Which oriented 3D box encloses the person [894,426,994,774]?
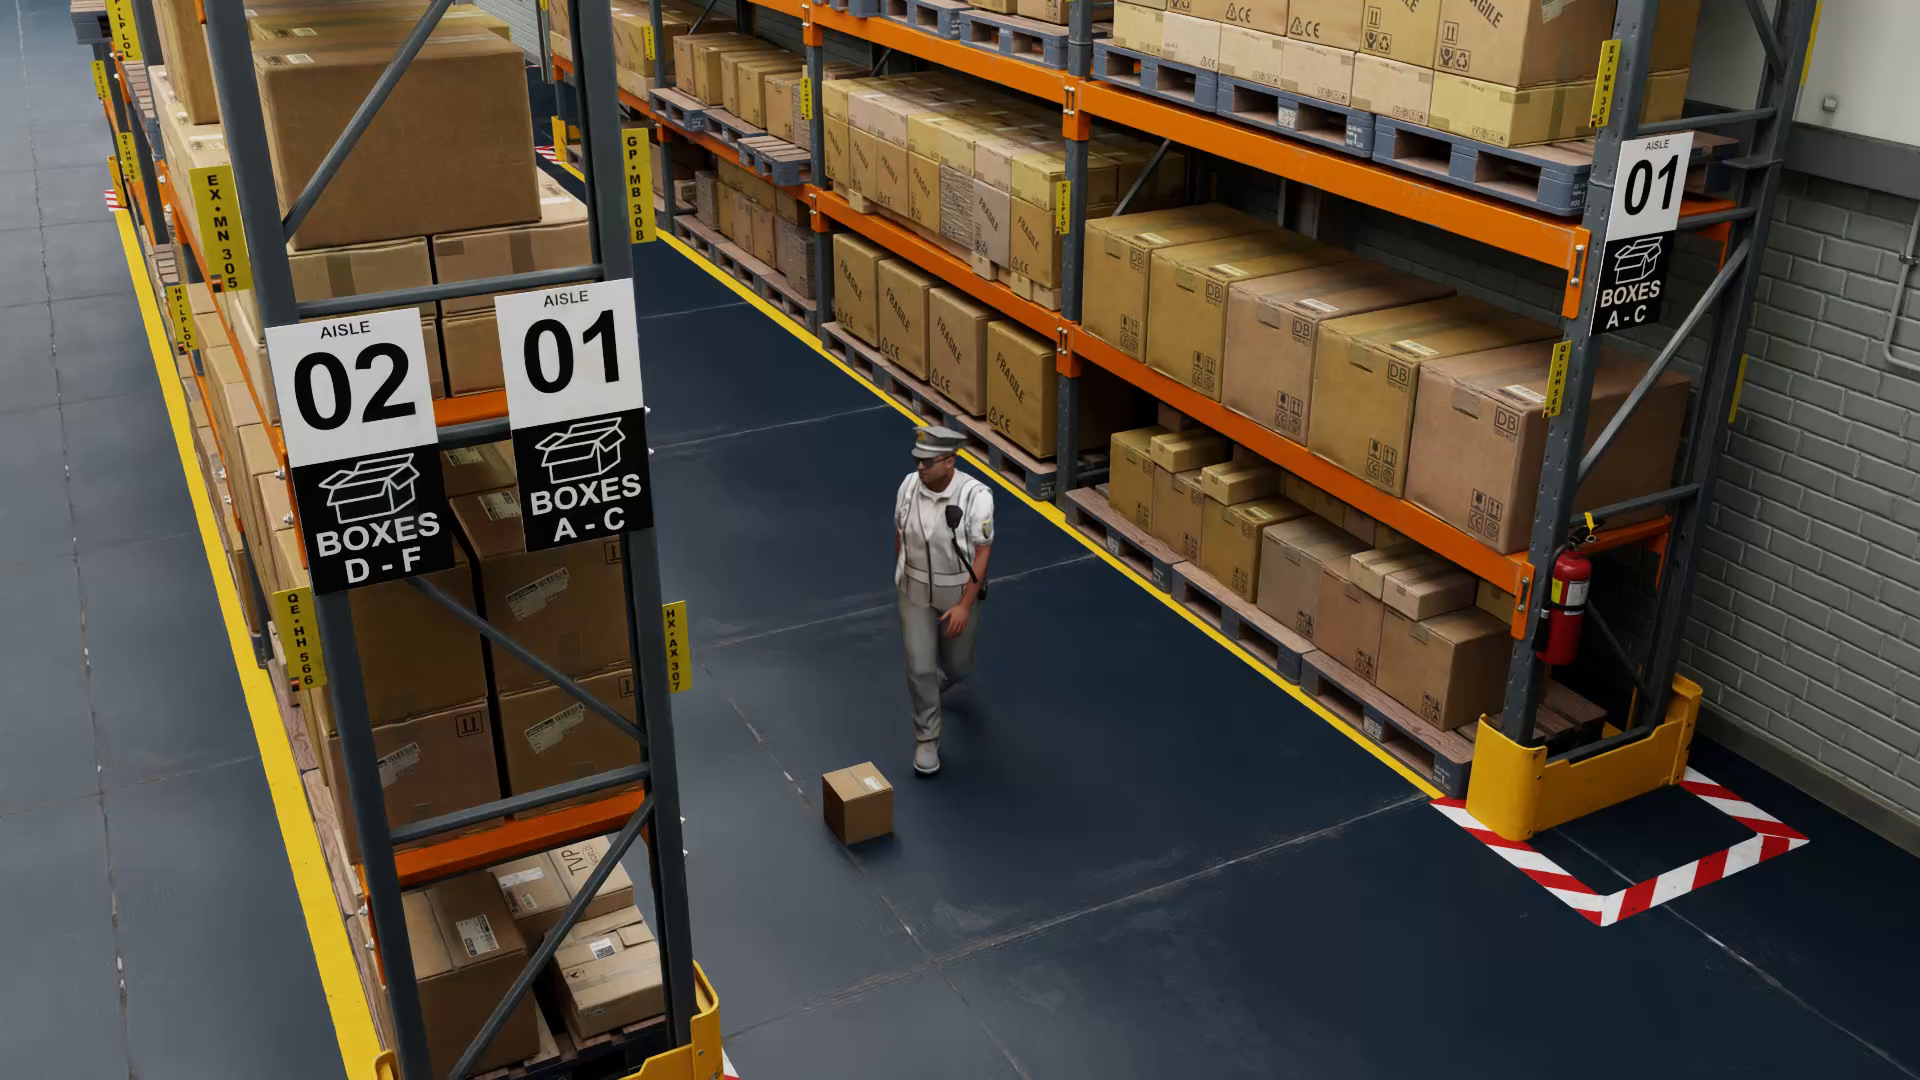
[{"bbox_3d":[-0.075,0.208,8.155,0.529,1.725,0.844,5,26,10],"label":"person"}]
